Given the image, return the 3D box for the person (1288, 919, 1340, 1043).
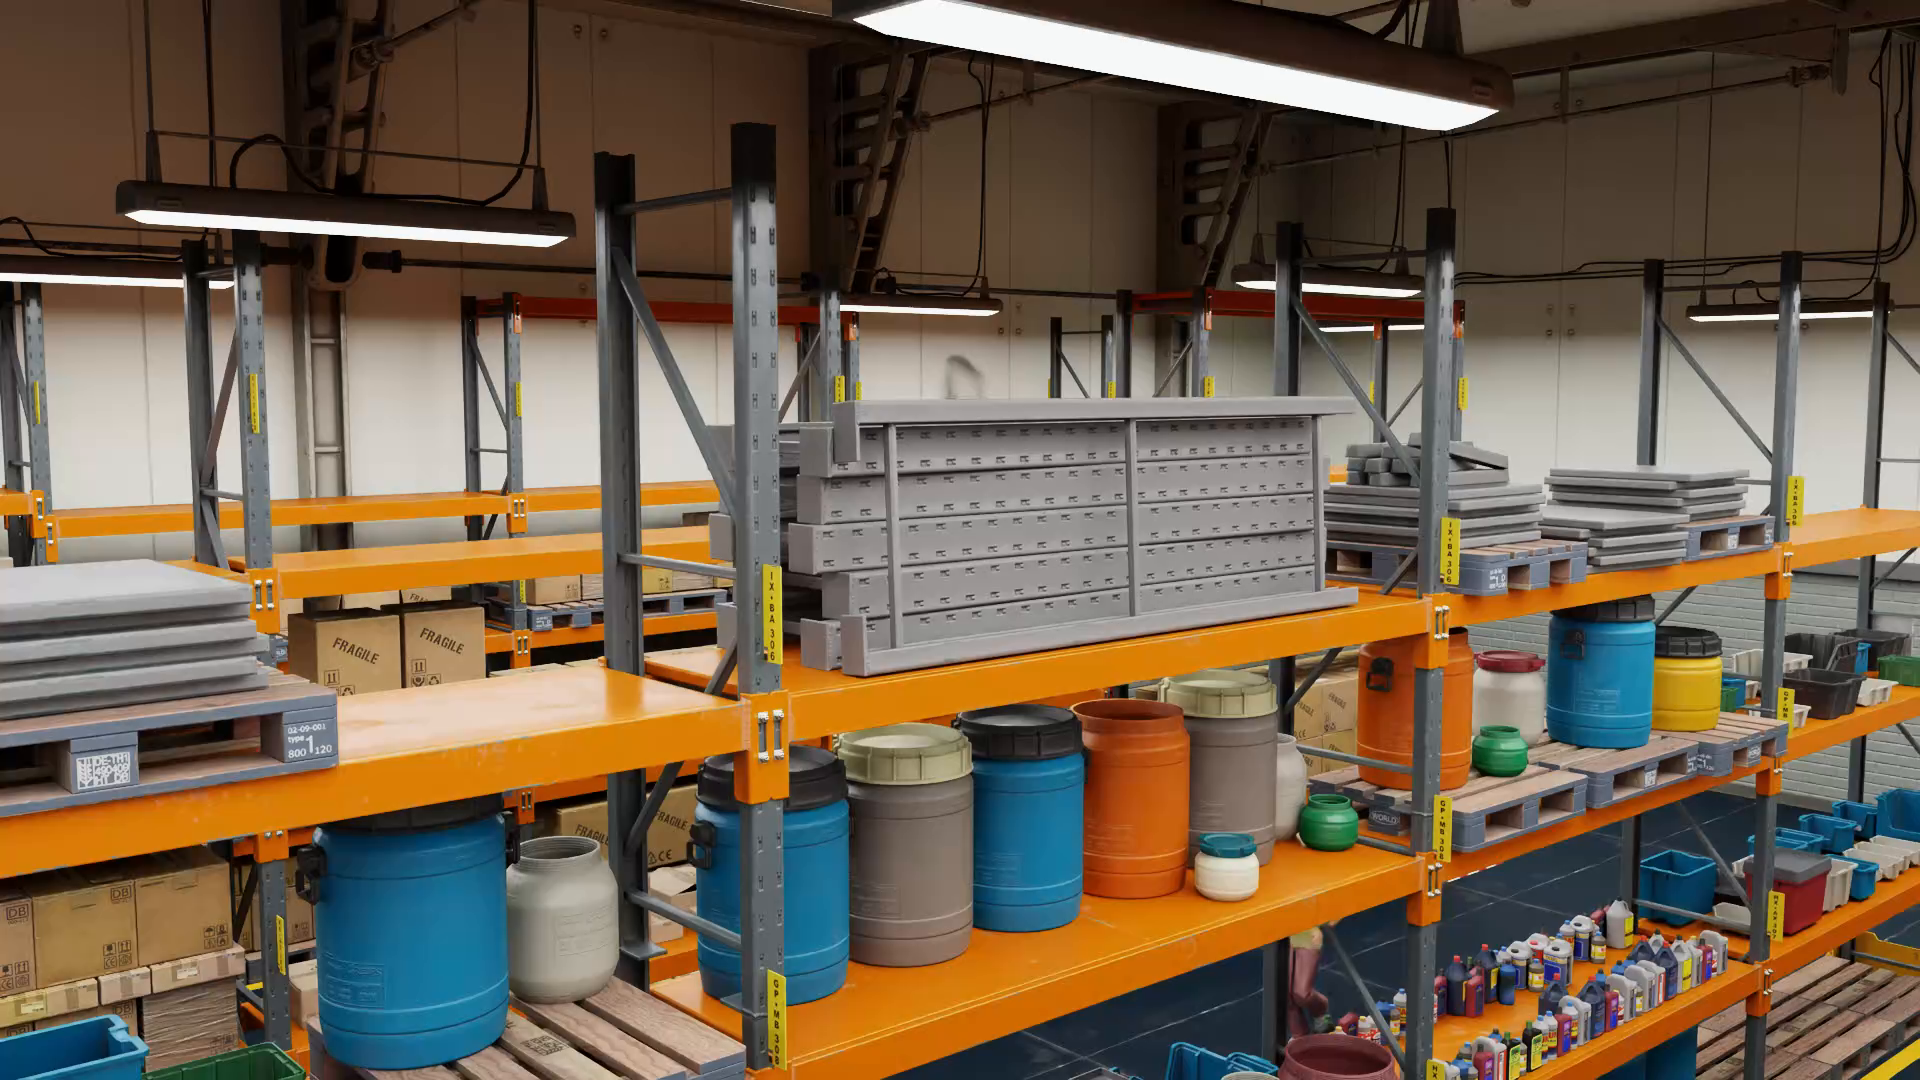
[{"bbox_3d":[2.646,3.135,12.903,0.577,1.622,0.560,4,7,38],"label":"person"}]
